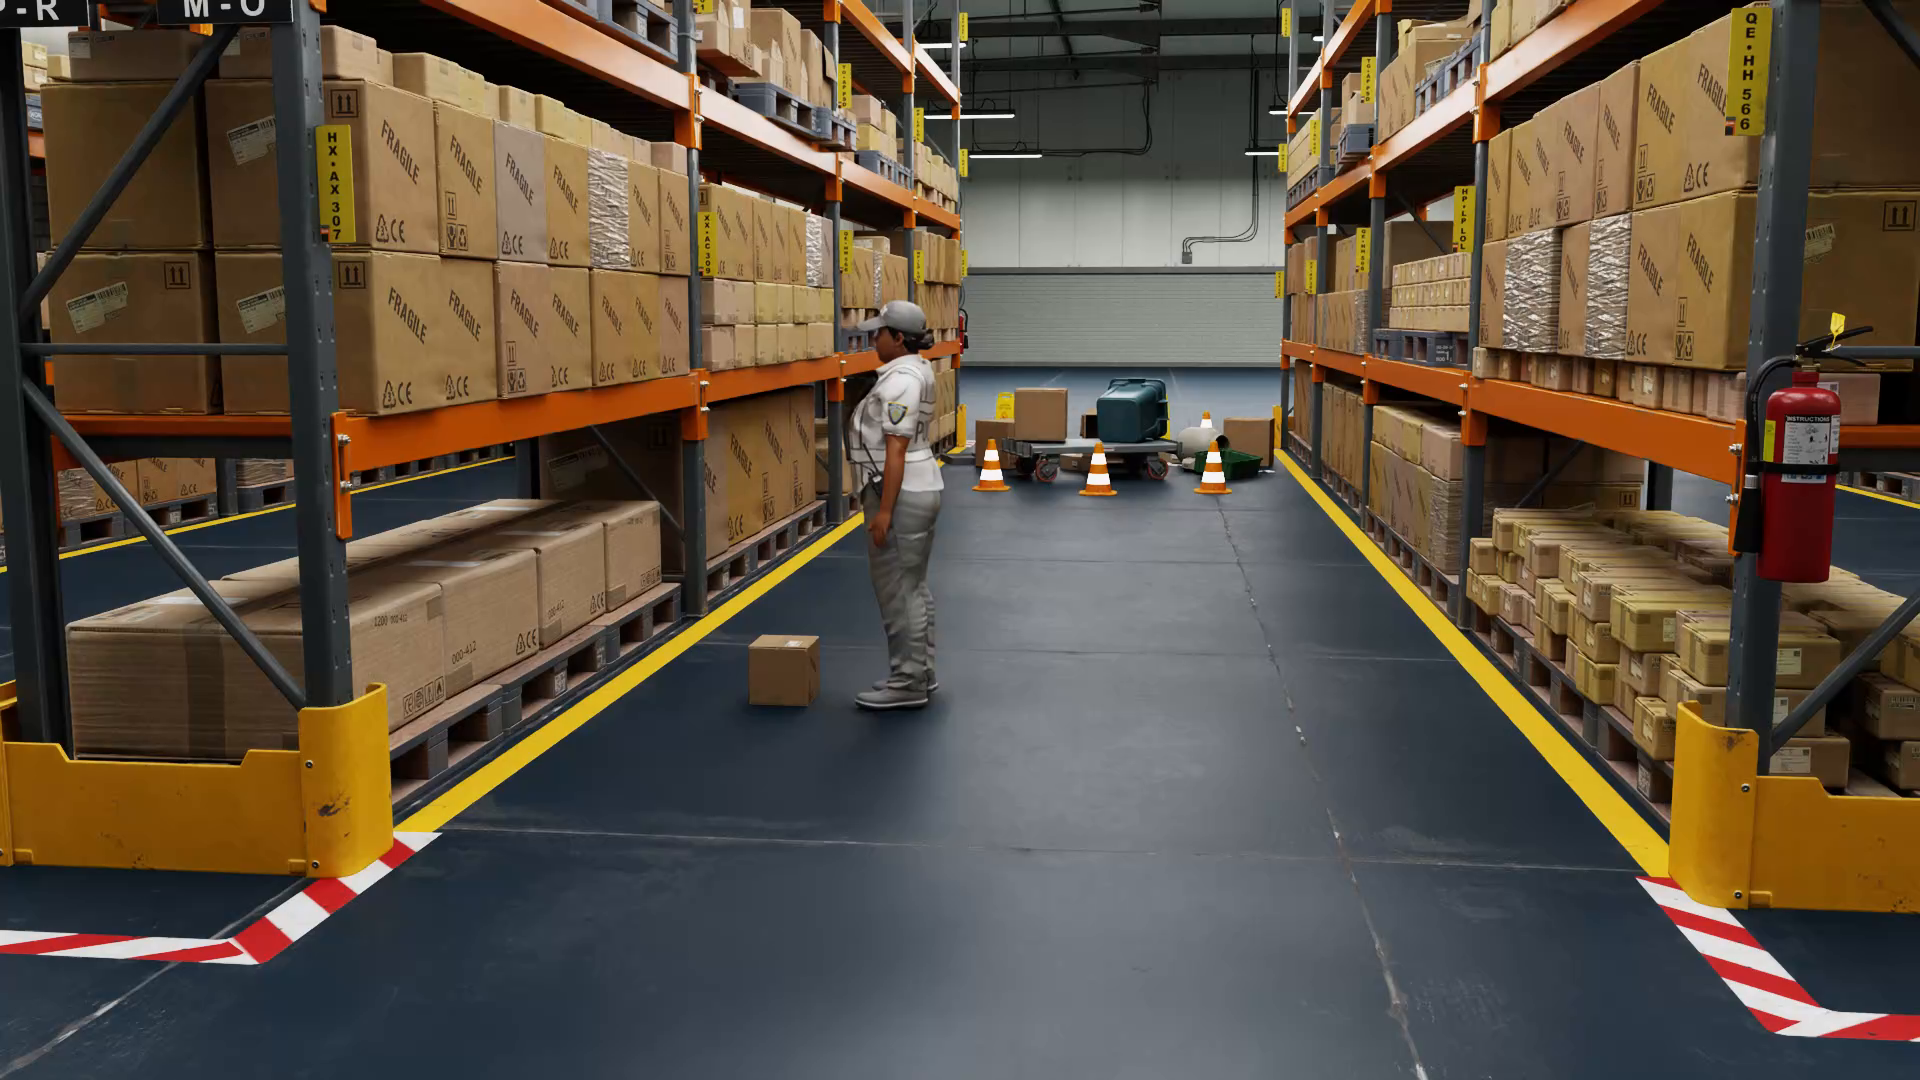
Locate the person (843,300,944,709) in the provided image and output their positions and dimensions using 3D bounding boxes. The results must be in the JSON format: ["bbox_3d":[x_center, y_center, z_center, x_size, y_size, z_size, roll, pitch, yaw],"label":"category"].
[{"bbox_3d":[-0.262,-0.142,6.861,0.388,1.678,0.511,1,8,6],"label":"person"}]
